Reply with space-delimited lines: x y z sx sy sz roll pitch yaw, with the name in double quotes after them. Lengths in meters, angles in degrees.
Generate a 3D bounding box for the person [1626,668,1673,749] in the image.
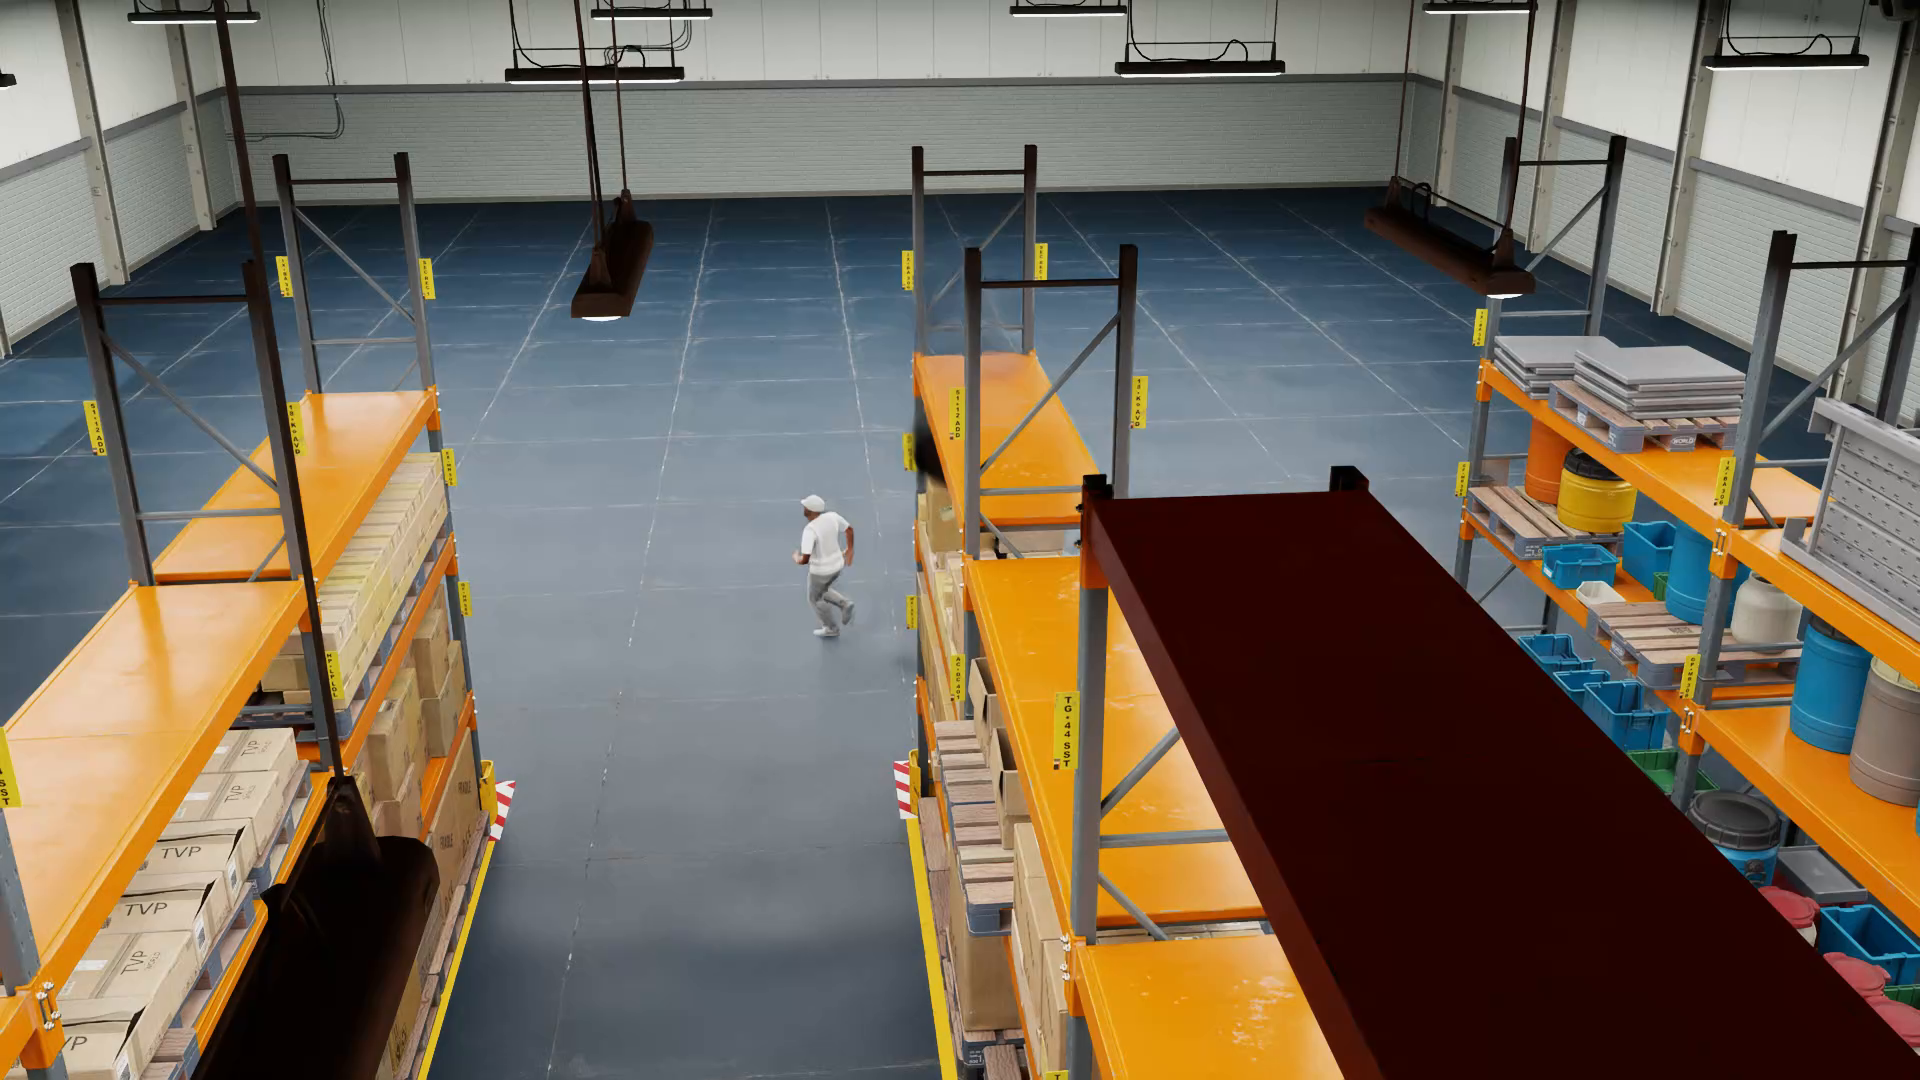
6.653 1.401 16.149 0.583 1.550 0.646 -13 25 -30 "person"

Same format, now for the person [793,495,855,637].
-1.510 0.309 18.586 0.683 1.713 0.746 14 25 31 "person"
